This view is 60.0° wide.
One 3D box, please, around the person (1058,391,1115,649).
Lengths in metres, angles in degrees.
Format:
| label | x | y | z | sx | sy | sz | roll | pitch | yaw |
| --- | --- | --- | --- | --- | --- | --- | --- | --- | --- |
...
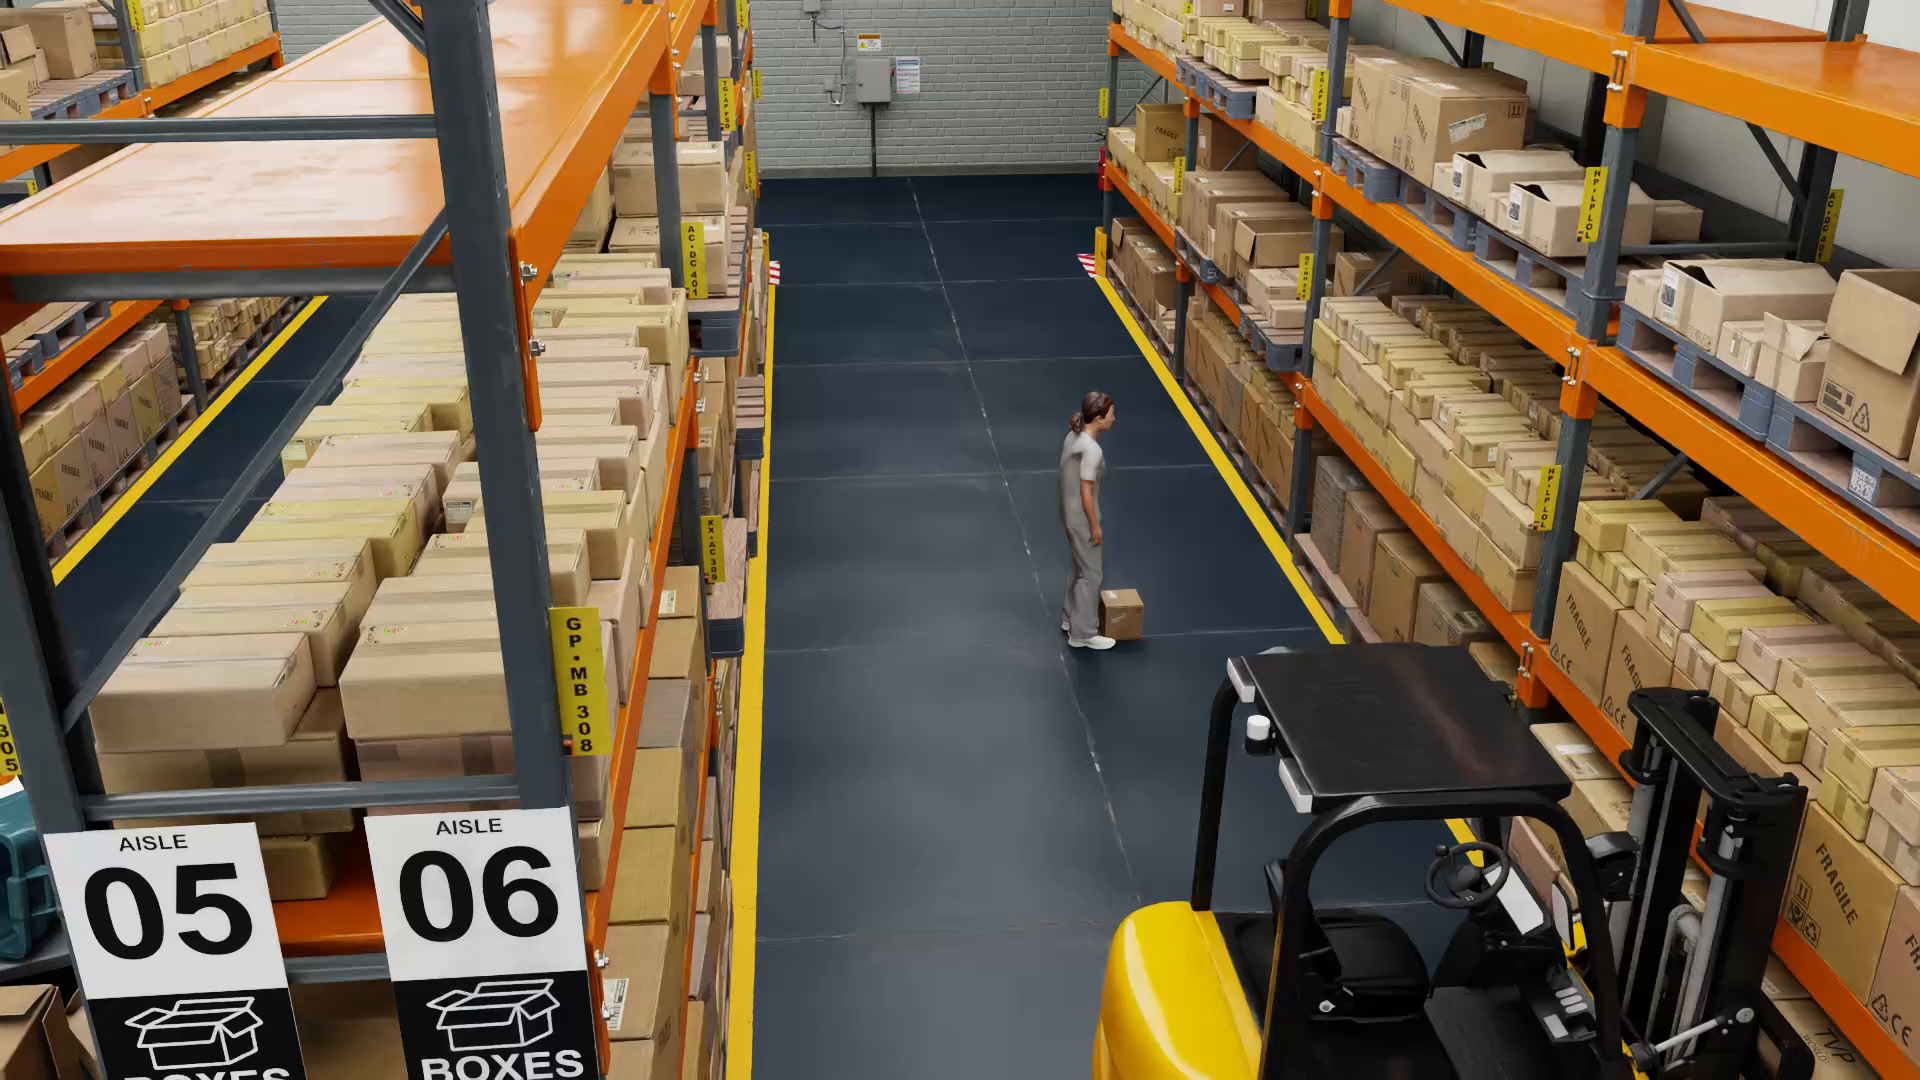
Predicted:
| label | x | y | z | sx | sy | sz | roll | pitch | yaw |
| --- | --- | --- | --- | --- | --- | --- | --- | --- | --- |
| person | 0.809 | -0.142 | 10.634 | 0.360 | 1.672 | 0.486 | -3 | 24 | -6 |
